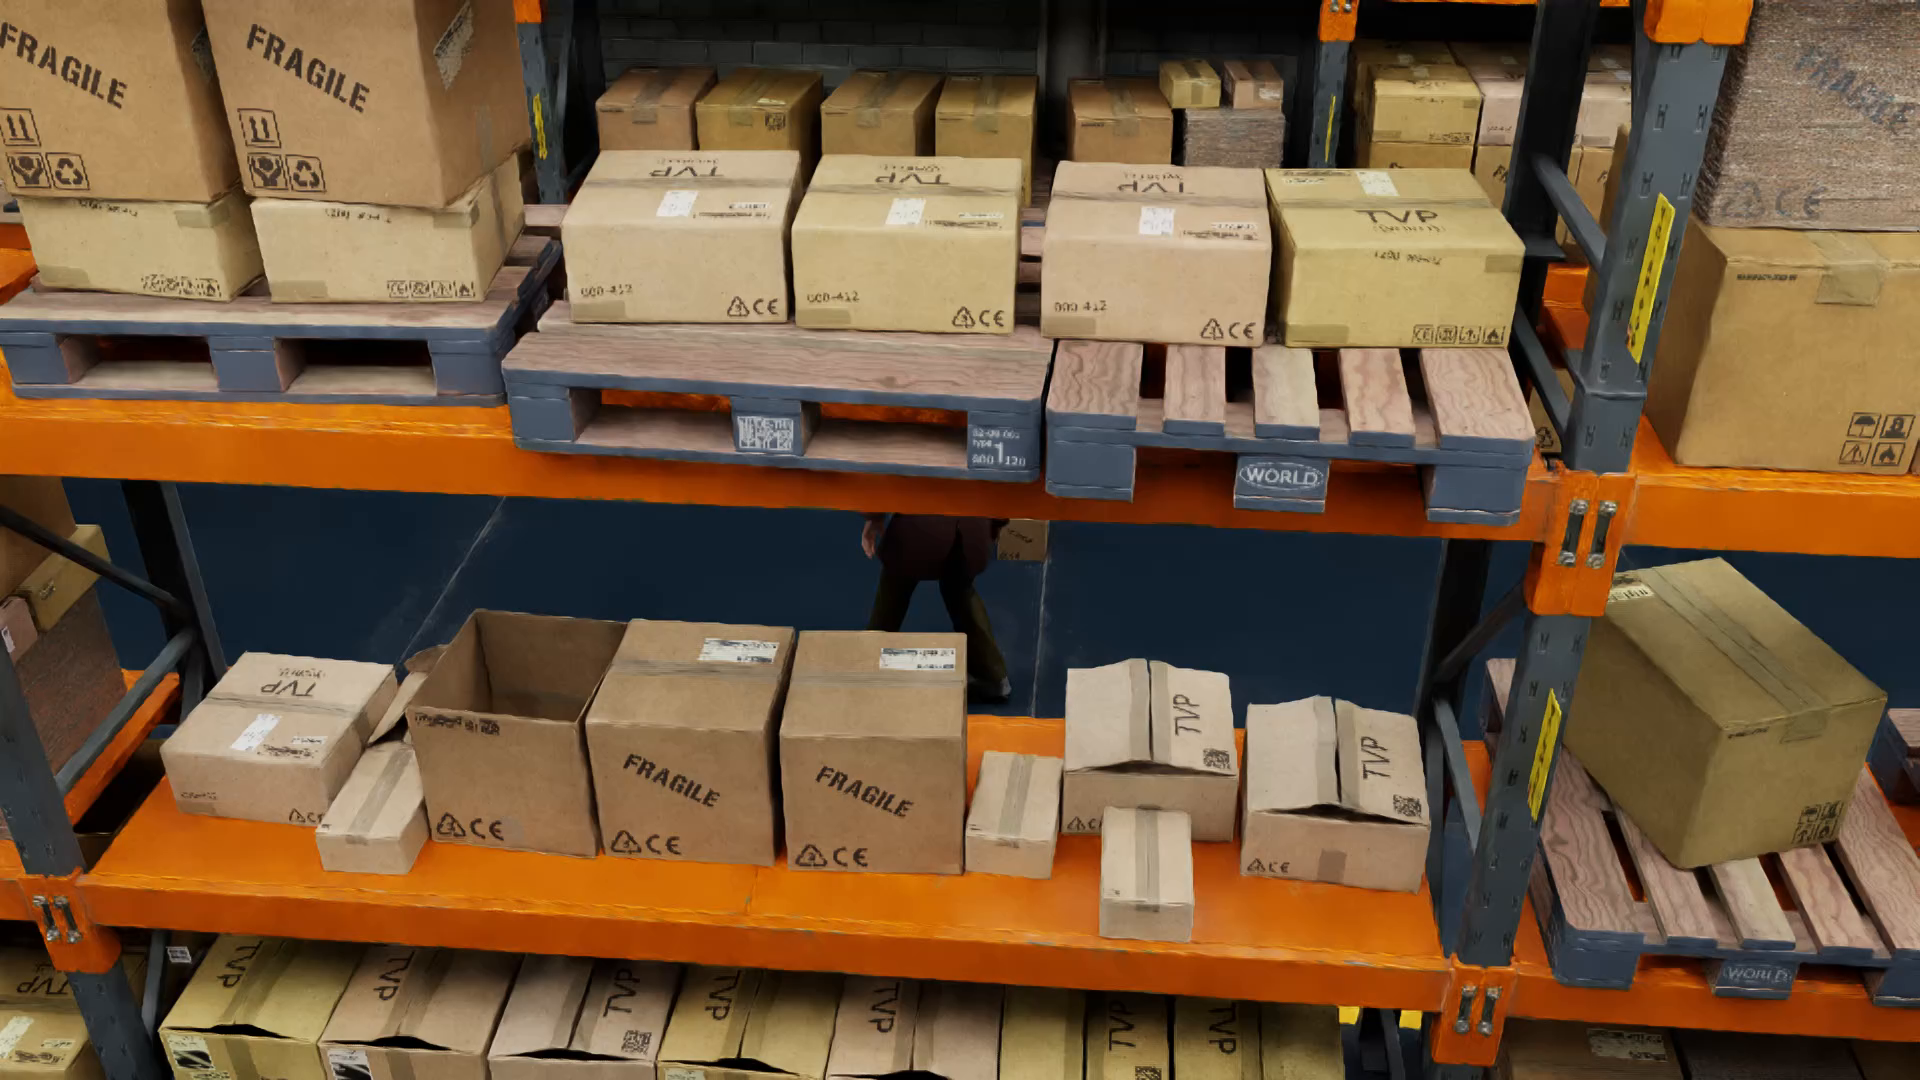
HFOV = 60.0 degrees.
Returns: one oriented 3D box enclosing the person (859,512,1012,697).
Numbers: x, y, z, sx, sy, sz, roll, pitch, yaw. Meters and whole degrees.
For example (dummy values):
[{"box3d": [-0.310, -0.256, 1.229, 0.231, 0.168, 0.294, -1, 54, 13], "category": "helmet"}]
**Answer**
[{"box3d": [-0.127, -0.109, 7.297, 0.695, 1.723, 0.665, -10, 33, -16], "category": "person"}]
